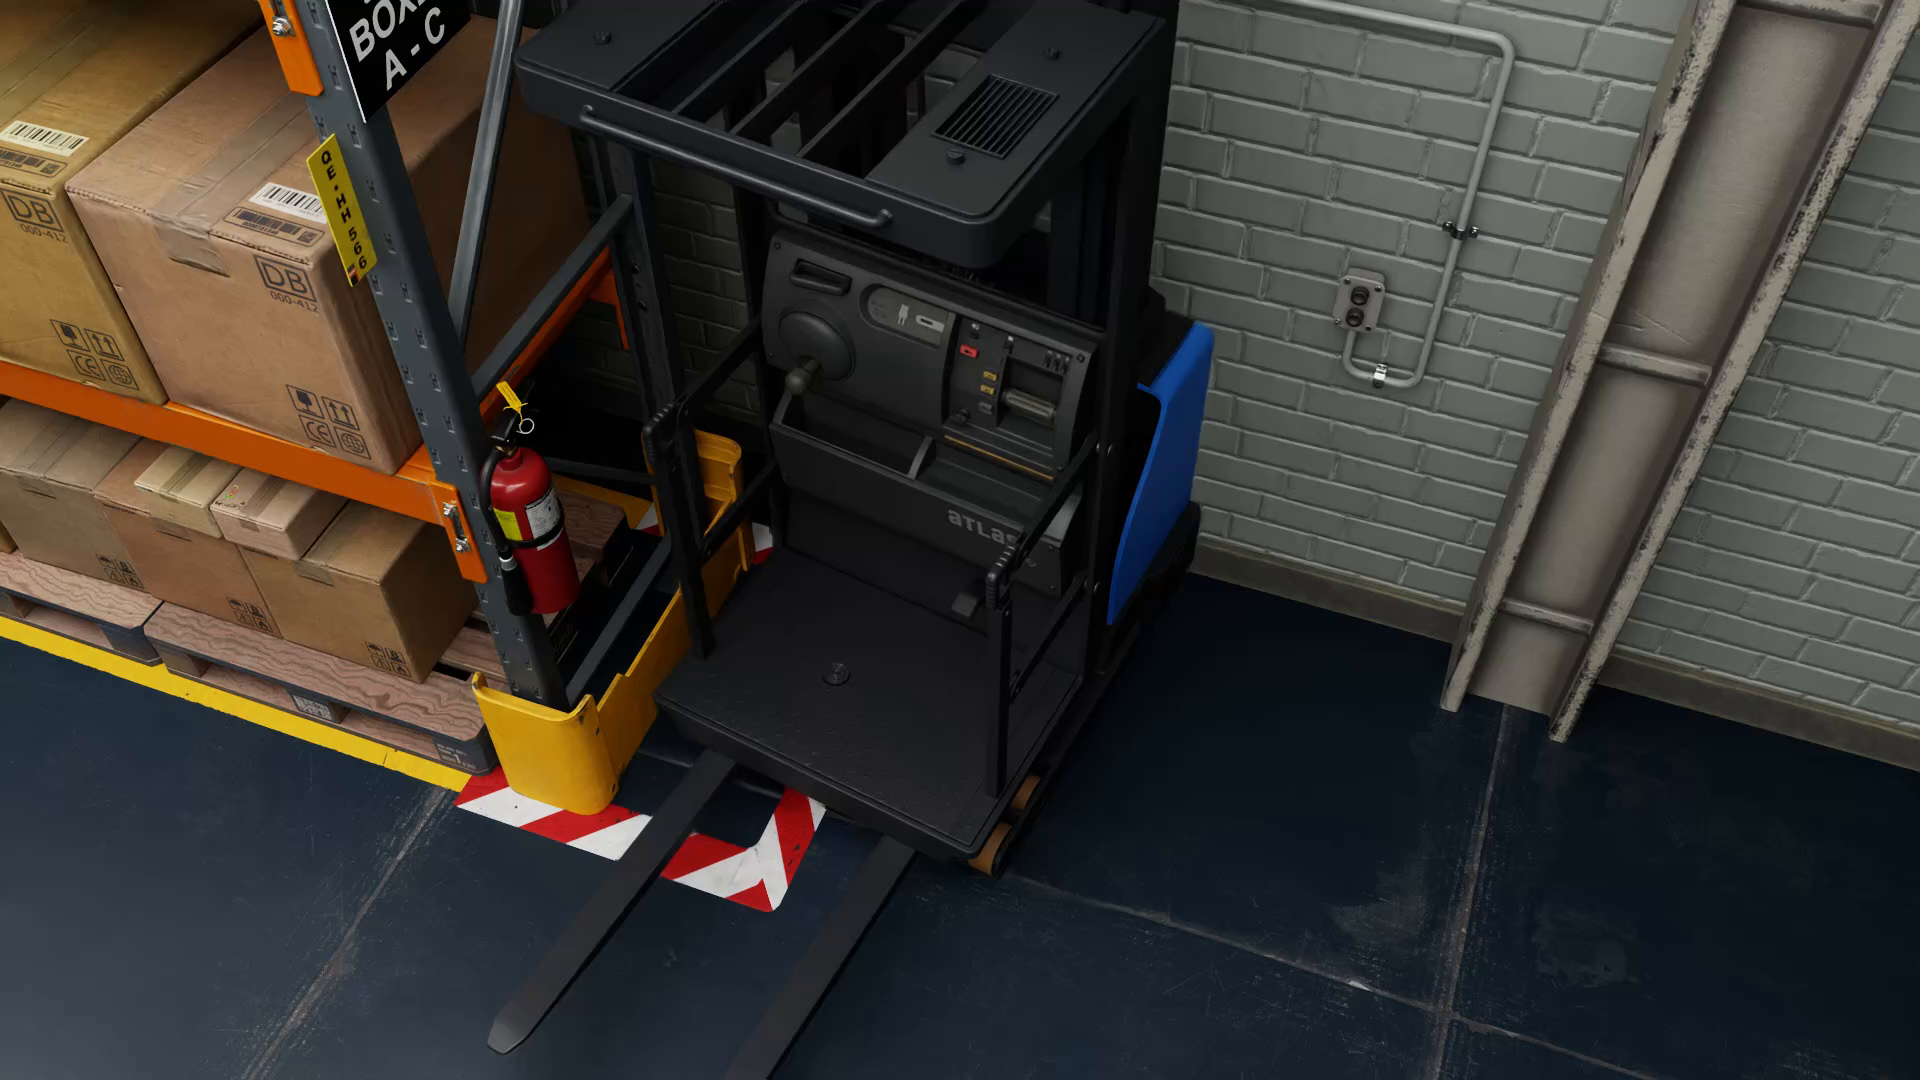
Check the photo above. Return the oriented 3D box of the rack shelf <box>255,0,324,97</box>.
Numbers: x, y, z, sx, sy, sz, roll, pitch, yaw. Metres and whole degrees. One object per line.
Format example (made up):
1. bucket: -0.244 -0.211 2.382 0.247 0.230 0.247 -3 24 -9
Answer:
1. rack shelf: -2.945 -1.871 3.878 4.000 0.370 1.077 16 51 13

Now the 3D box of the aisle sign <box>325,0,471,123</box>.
1. aisle sign: -1.105 -1.221 3.103 0.004 0.787 0.394 16 51 13

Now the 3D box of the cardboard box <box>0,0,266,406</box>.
1. cardboard box: -2.237 -1.008 4.440 0.700 0.700 0.980 15 51 13

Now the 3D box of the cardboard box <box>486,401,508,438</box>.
1. cardboard box: -1.573 -0.354 5.018 0.250 0.149 0.380 16 51 13

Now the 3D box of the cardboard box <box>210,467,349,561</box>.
1. cardboard box: -1.943 -0.149 4.841 0.250 0.149 0.380 15 51 13

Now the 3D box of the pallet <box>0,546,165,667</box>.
1. pallet: -2.986 -0.162 5.751 1.213 0.211 1.003 16 51 13

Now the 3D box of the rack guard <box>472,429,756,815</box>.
1. rack guard: -1.046 0.224 5.225 0.348 0.500 1.175 16 51 13

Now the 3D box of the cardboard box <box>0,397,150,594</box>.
1. cardboard box: -2.701 -0.294 5.396 0.500 0.500 0.700 14 51 12

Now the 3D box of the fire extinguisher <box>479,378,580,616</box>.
1. fire extinguisher: -1.087 -0.087 4.138 0.183 0.674 0.296 16 51 13

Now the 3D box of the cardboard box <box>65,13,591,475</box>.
1. cardboard box: -1.550 -0.826 4.282 0.700 0.700 0.980 18 51 15

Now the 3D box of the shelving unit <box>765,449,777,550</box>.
1. shelving unit: -0.035 -0.322 5.264 1.048 1.125 0.538 12 36 17

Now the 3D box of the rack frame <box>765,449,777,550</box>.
1. rack frame: -0.511 -0.424 5.410 0.032 1.125 0.500 12 36 17

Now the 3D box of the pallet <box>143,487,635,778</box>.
1. pallet: -1.846 0.159 5.473 1.213 0.211 1.003 16 51 13

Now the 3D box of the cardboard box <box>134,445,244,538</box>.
1. cardboard box: -2.183 -0.215 4.899 0.250 0.149 0.380 17 51 14

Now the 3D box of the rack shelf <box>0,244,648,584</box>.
1. rack shelf: -2.945 -0.889 5.012 4.000 0.370 1.077 16 51 13

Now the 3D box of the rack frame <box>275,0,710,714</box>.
1. rack frame: -1.069 -0.601 4.286 0.127 3.000 1.000 16 51 13

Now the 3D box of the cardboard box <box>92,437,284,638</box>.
1. cardboard box: -2.229 -0.163 5.283 0.500 0.500 0.700 15 51 13

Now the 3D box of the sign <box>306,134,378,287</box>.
1. sign: -1.270 -0.677 3.428 0.005 0.325 0.100 16 51 13

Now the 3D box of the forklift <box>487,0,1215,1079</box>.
1. forklift: -0.204 -0.379 4.139 1.130 2.935 3.031 23 53 19

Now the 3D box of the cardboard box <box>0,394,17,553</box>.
1. cardboard box: -3.204 -0.429 5.513 0.500 0.500 0.700 17 51 14

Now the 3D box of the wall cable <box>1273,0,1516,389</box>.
1. wall cable: 0.460 -1.269 4.192 1.851 1.984 0.084 16 51 13

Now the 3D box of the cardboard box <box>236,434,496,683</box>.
1. cardboard box: -1.760 -0.032 5.169 0.500 0.500 0.700 16 51 13
